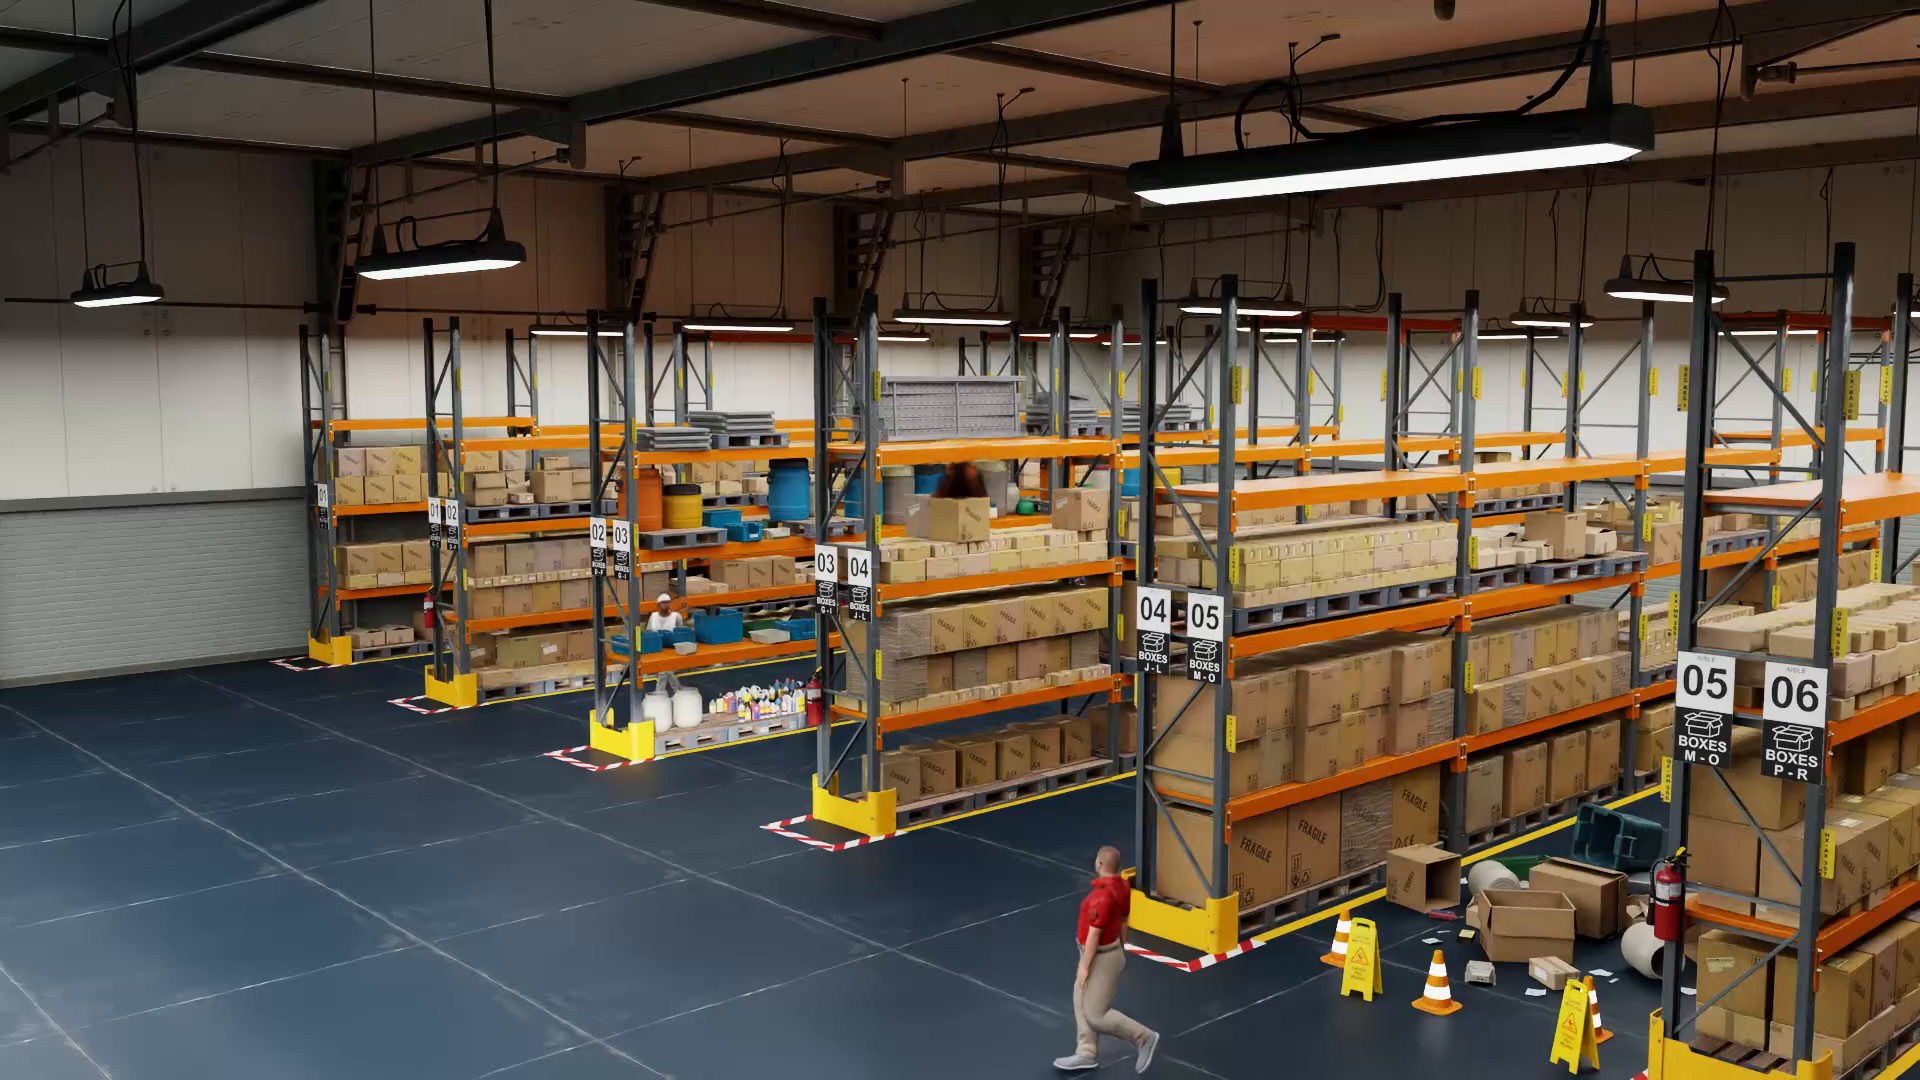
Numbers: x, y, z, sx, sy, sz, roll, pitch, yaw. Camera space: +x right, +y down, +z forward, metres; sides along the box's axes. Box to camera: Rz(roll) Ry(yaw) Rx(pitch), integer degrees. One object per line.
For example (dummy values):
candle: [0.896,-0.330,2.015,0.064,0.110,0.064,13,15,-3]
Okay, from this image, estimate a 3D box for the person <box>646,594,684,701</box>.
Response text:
person: [-4.616,1.700,25.622,0.486,1.735,1.009,5,8,40]

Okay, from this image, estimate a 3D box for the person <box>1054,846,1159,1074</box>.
person: [1.055,3.076,12.166,0.707,1.708,0.493,0,6,-4]
